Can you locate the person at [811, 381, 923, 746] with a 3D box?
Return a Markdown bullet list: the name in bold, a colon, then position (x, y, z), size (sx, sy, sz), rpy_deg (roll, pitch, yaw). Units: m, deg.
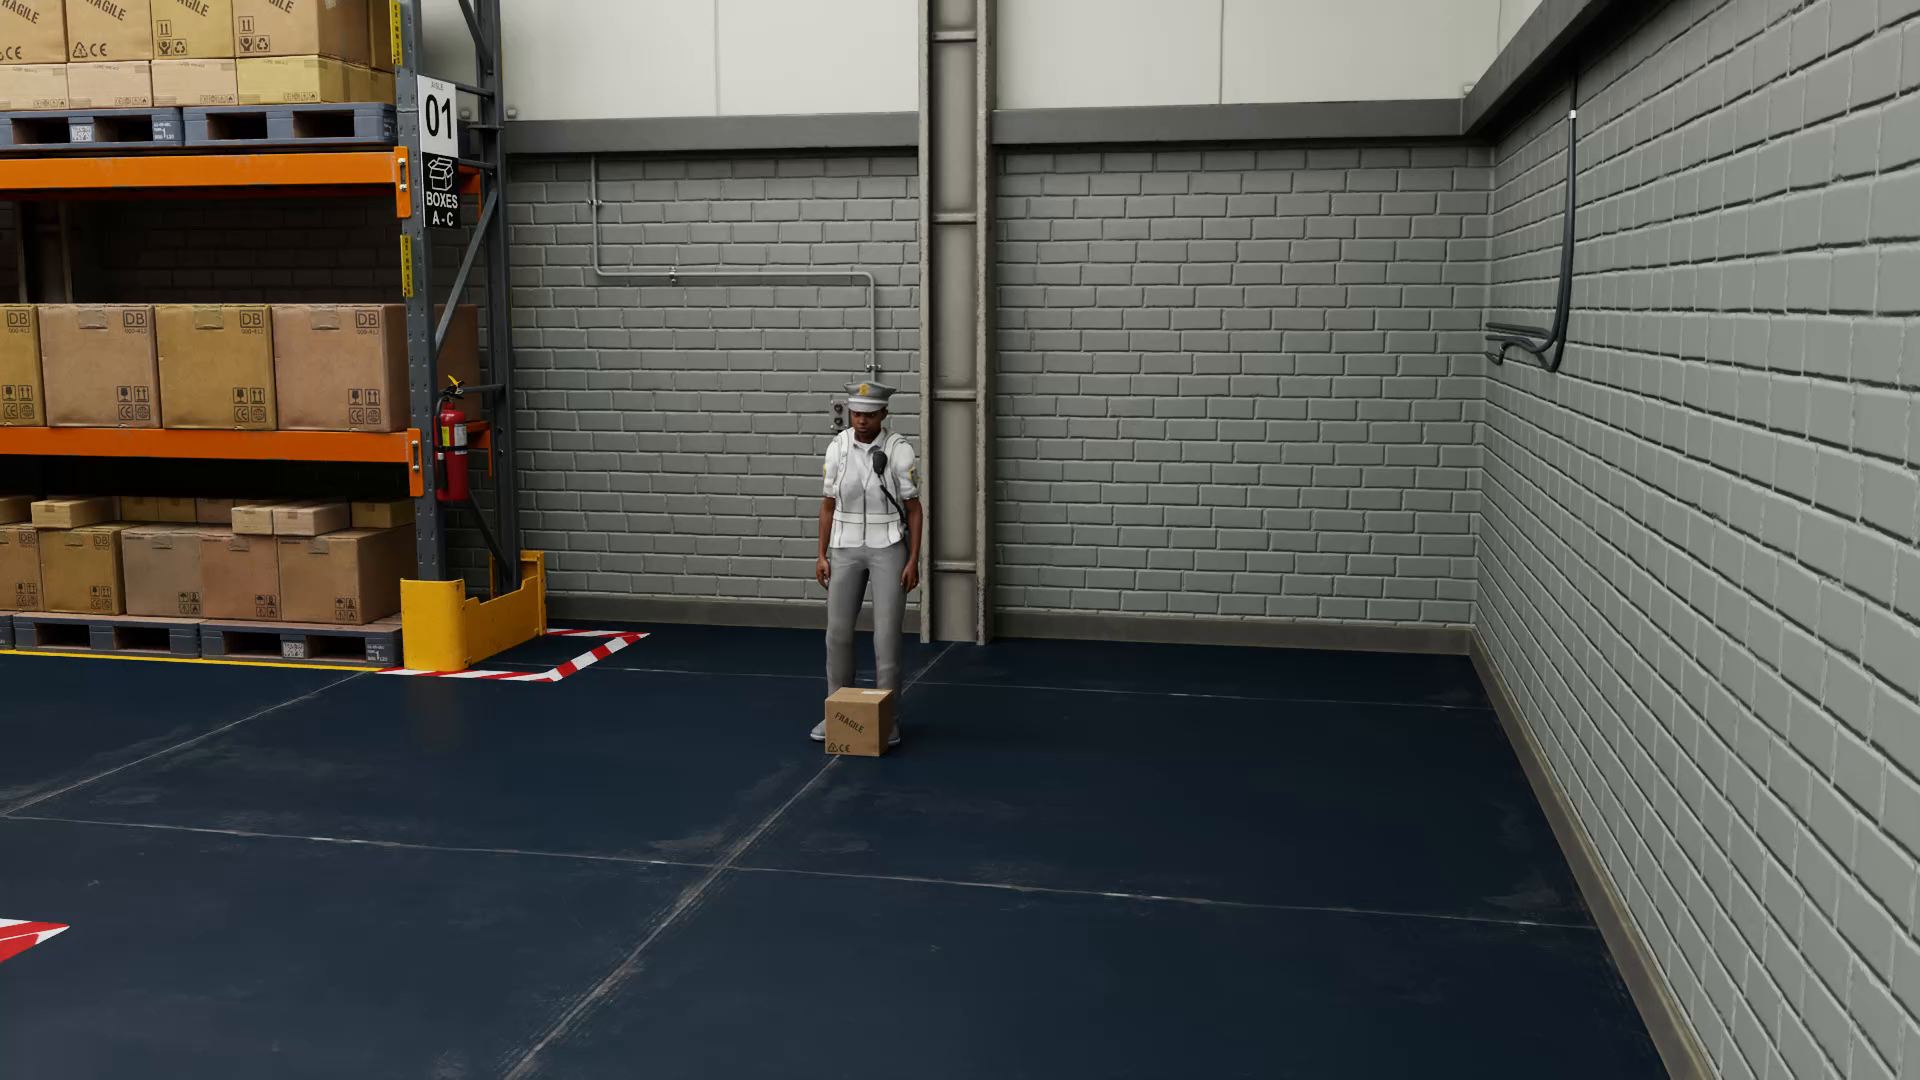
- **person**: position (-0.427, 0.095, 7.653), size (0.504, 1.658, 0.419), rpy_deg (2, 8, 11)
